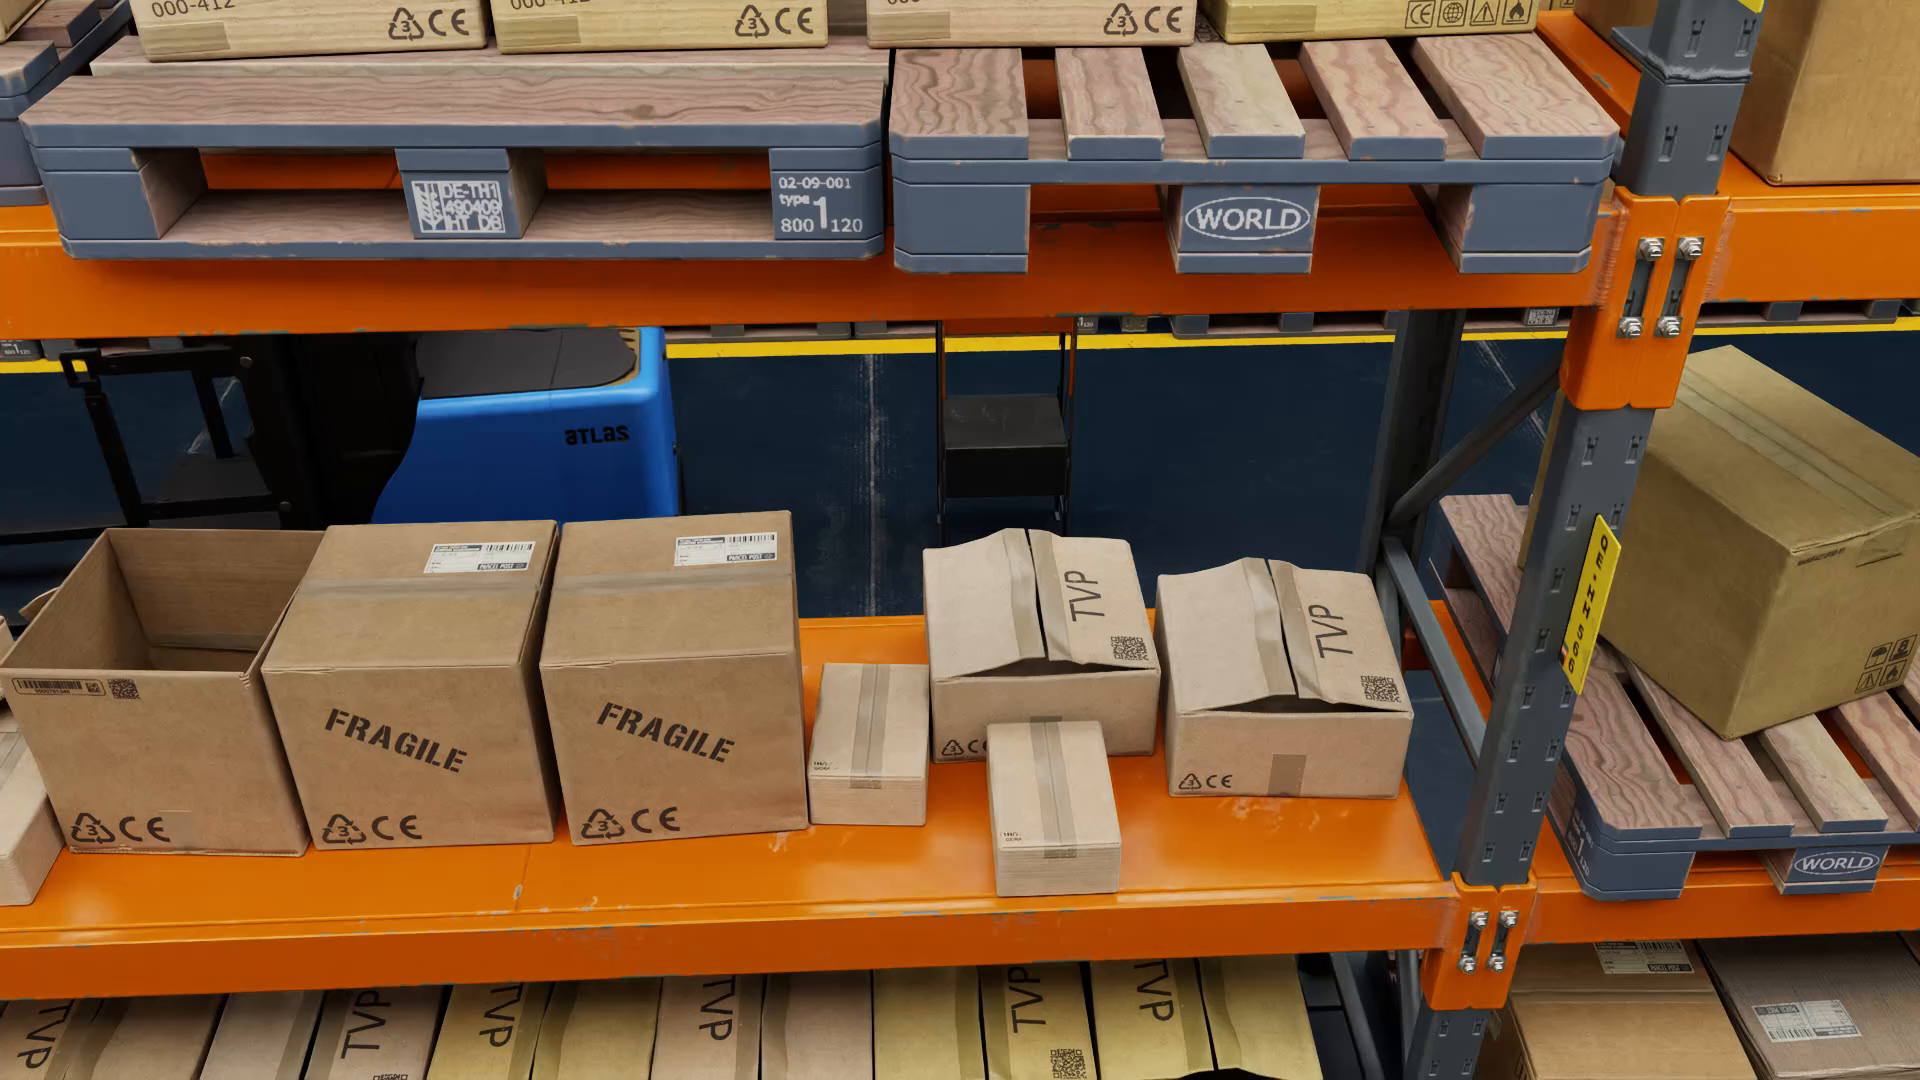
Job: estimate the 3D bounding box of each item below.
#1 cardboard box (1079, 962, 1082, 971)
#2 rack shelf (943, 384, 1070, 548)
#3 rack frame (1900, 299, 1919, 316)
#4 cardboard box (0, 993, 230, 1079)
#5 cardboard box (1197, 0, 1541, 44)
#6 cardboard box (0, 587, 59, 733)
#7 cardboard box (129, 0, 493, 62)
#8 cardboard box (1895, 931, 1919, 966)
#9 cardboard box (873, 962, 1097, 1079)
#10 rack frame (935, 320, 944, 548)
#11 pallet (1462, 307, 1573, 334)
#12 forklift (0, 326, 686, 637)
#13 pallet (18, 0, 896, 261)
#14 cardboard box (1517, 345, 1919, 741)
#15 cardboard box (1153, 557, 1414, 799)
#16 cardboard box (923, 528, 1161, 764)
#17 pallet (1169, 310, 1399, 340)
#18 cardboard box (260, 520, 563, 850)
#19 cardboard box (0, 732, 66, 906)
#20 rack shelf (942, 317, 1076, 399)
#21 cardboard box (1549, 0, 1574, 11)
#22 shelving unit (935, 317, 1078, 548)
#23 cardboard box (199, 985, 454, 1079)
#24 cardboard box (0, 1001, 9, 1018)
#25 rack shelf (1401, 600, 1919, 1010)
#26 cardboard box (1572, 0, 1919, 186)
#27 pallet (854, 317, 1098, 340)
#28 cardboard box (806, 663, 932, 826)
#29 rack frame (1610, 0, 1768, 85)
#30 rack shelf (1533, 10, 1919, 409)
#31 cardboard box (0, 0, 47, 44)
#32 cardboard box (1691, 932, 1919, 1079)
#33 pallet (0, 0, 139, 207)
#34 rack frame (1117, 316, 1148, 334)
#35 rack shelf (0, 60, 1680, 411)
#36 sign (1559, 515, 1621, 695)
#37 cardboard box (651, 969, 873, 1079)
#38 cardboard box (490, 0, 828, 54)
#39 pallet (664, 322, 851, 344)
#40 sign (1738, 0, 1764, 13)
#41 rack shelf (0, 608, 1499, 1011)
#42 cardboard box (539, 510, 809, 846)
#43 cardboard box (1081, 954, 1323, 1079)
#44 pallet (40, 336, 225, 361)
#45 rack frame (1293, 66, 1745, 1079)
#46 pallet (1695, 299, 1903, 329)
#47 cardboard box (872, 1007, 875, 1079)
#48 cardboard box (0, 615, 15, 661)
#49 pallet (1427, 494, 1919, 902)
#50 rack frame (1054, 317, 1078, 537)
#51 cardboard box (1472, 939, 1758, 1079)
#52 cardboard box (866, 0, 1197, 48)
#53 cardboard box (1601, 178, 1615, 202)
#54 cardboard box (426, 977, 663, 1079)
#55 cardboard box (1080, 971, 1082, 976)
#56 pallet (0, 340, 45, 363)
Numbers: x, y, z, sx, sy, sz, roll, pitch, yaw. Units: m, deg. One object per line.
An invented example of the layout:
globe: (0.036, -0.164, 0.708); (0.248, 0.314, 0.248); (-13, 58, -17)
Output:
cardboard box: (0.540, 0.853, 4.437); (0.500, 0.311, 0.500); (0, 35, -1)
rack shelf: (0.165, -0.281, 6.565); (0.480, 0.518, 0.431); (-2, 35, -2)
rack frame: (4.834, -2.645, 7.937); (0.127, 3.000, 1.000); (-2, 35, -2)
cardboard box: (-1.993, 1.233, 3.887); (0.500, 0.311, 0.500); (-2, 35, -3)
cardboard box: (0.627, -1.022, 2.718); (0.500, 0.250, 0.500); (-4, 35, -6)
cardboard box: (-2.049, 0.313, 3.780); (0.258, 0.266, 0.396); (-2, 35, -3)
cardboard box: (-1.006, -0.975, 2.650); (0.500, 0.250, 0.500); (-4, 35, -6)
cardboard box: (2.569, 1.247, 4.122); (0.500, 0.500, 0.500); (-2, 35, -3)
cardboard box: (0.047, 1.177, 3.968); (0.500, 0.311, 0.500); (-2, 35, -3)
rack frame: (-0.078, -0.861, 6.149); (0.015, 2.100, 0.400); (-2, 35, -2)
pallet: (2.846, -1.401, 8.588); (1.213, 0.211, 1.003); (-2, 35, -2)
forklift: (-2.578, -0.984, 5.597); (3.031, 2.935, 1.130); (-5, 35, -7)
pallet: (-0.713, -0.777, 2.767); (1.213, 0.211, 1.003); (0, 35, 0)
cardboard box: (1.701, -0.017, 3.682); (0.500, 0.500, 0.700); (-13, 37, -18)
cardboard box: (0.712, 0.300, 3.759); (0.500, 0.311, 0.500); (1, 35, 1)
cardboard box: (0.175, 0.229, 3.862); (0.500, 0.311, 0.500); (-2, 35, -3)
pallet: (1.630, -1.369, 8.543); (1.213, 0.211, 1.003); (-2, 35, -2)
cardboard box: (-1.124, 0.306, 3.585); (0.500, 0.500, 0.500); (-1, 35, -2)
cardboard box: (-2.024, 0.581, 3.495); (0.250, 0.149, 0.380); (-2, 35, -2)
rack shelf: (0.165, -0.857, 6.167); (0.480, 0.518, 0.431); (-2, 35, -2)
cardboard box: (2.875, -2.617, 7.529); (0.500, 0.500, 0.500); (-1, 35, -1)
shelving unit: (0.165, -0.868, 6.159); (0.503, 2.100, 0.431); (-2, 35, -2)
cardboard box: (-1.477, 1.218, 3.908); (0.500, 0.311, 0.500); (-3, 35, -4)
cardboard box: (-2.494, 1.244, 3.872); (0.500, 0.311, 0.500); (-1, 35, -2)
rack shelf: (3.075, 0.520, 3.995); (4.000, 0.370, 1.077); (-2, 35, -2)
cardboard box: (1.511, -1.027, 2.875); (0.500, 0.500, 0.910); (-2, 35, -2)
pallet: (0.058, -1.371, 8.545); (1.213, 0.211, 1.003); (-2, 35, -2)
cardboard box: (-0.194, 0.448, 3.688); (0.250, 0.149, 0.380); (1, 35, 1)
rack frame: (1.077, -2.189, 2.005); (0.127, 3.000, 1.000); (-2, 35, -2)
rack shelf: (3.075, -0.713, 3.141); (4.000, 0.370, 1.077); (-2, 35, -2)
cardboard box: (-1.754, -0.986, 2.666); (0.500, 0.250, 0.500); (-5, 35, -7)
cardboard box: (2.068, 1.258, 4.107); (0.500, 0.500, 0.500); (-3, 35, -4)
pallet: (-2.038, -0.800, 2.802); (1.217, 0.209, 0.805); (-3, 35, -4)
rack frame: (0.839, -2.538, 7.781); (0.127, 3.000, 1.000); (-2, 35, -2)
rack shelf: (-0.921, -0.606, 2.986); (4.000, 0.370, 1.077); (-2, 35, -2)
sign: (1.107, 0.117, 2.927); (0.005, 0.325, 0.100); (-2, 35, -2)
cardboard box: (-0.458, 1.189, 3.950); (0.500, 0.311, 0.500); (-2, 35, -3)
cardboard box: (-0.468, -0.989, 2.670); (0.500, 0.250, 0.500); (-2, 35, -3)
pallet: (-1.157, -1.340, 8.500); (1.213, 0.211, 1.003); (-2, 35, -2)
sign: (1.095, -0.885, 2.233); (0.005, 0.325, 0.100); (-2, 35, -2)
rack shelf: (-0.921, 0.628, 3.839); (4.000, 0.370, 1.077); (-2, 35, -2)
cardboard box: (-0.598, 0.291, 3.605); (0.500, 0.500, 0.500); (-3, 35, -5)
cardboard box: (0.566, 1.159, 3.993); (0.500, 0.311, 0.500); (-1, 35, -1)
pallet: (-3.826, -1.245, 8.364); (1.213, 0.211, 1.003); (-2, 35, -2)
rack frame: (1.077, 0.278, 3.712); (0.127, 3.000, 1.000); (-2, 35, -2)
pallet: (4.067, -1.435, 8.638); (1.213, 0.211, 1.003); (-2, 35, -2)
cardboard box: (-0.454, 1.417, 4.114); (0.500, 0.250, 0.500); (-1, 35, -1)
cardboard box: (-2.429, 0.409, 3.654); (0.500, 0.250, 0.500); (1, 35, 1)
pallet: (1.751, 0.299, 3.851); (1.003, 0.211, 1.213); (-2, 35, -2)
rack frame: (0.409, -0.874, 6.168); (0.015, 2.100, 0.400); (-2, 35, -2)
cardboard box: (1.545, 1.275, 4.082); (0.500, 0.500, 0.500); (0, 35, 0)
cardboard box: (0.104, -0.998, 2.683); (0.500, 0.250, 0.500); (-1, 35, -1)
cardboard box: (3.304, -1.817, 8.260); (0.750, 0.750, 0.750); (-1, 35, -1)
cardboard box: (-0.958, 1.201, 3.932); (0.500, 0.311, 0.500); (-1, 35, -1)
cardboard box: (0.540, 1.083, 4.596); (0.500, 0.250, 0.500); (-2, 35, -2)
pallet: (-5.047, -1.211, 8.314); (1.213, 0.211, 1.003); (-2, 35, -2)
